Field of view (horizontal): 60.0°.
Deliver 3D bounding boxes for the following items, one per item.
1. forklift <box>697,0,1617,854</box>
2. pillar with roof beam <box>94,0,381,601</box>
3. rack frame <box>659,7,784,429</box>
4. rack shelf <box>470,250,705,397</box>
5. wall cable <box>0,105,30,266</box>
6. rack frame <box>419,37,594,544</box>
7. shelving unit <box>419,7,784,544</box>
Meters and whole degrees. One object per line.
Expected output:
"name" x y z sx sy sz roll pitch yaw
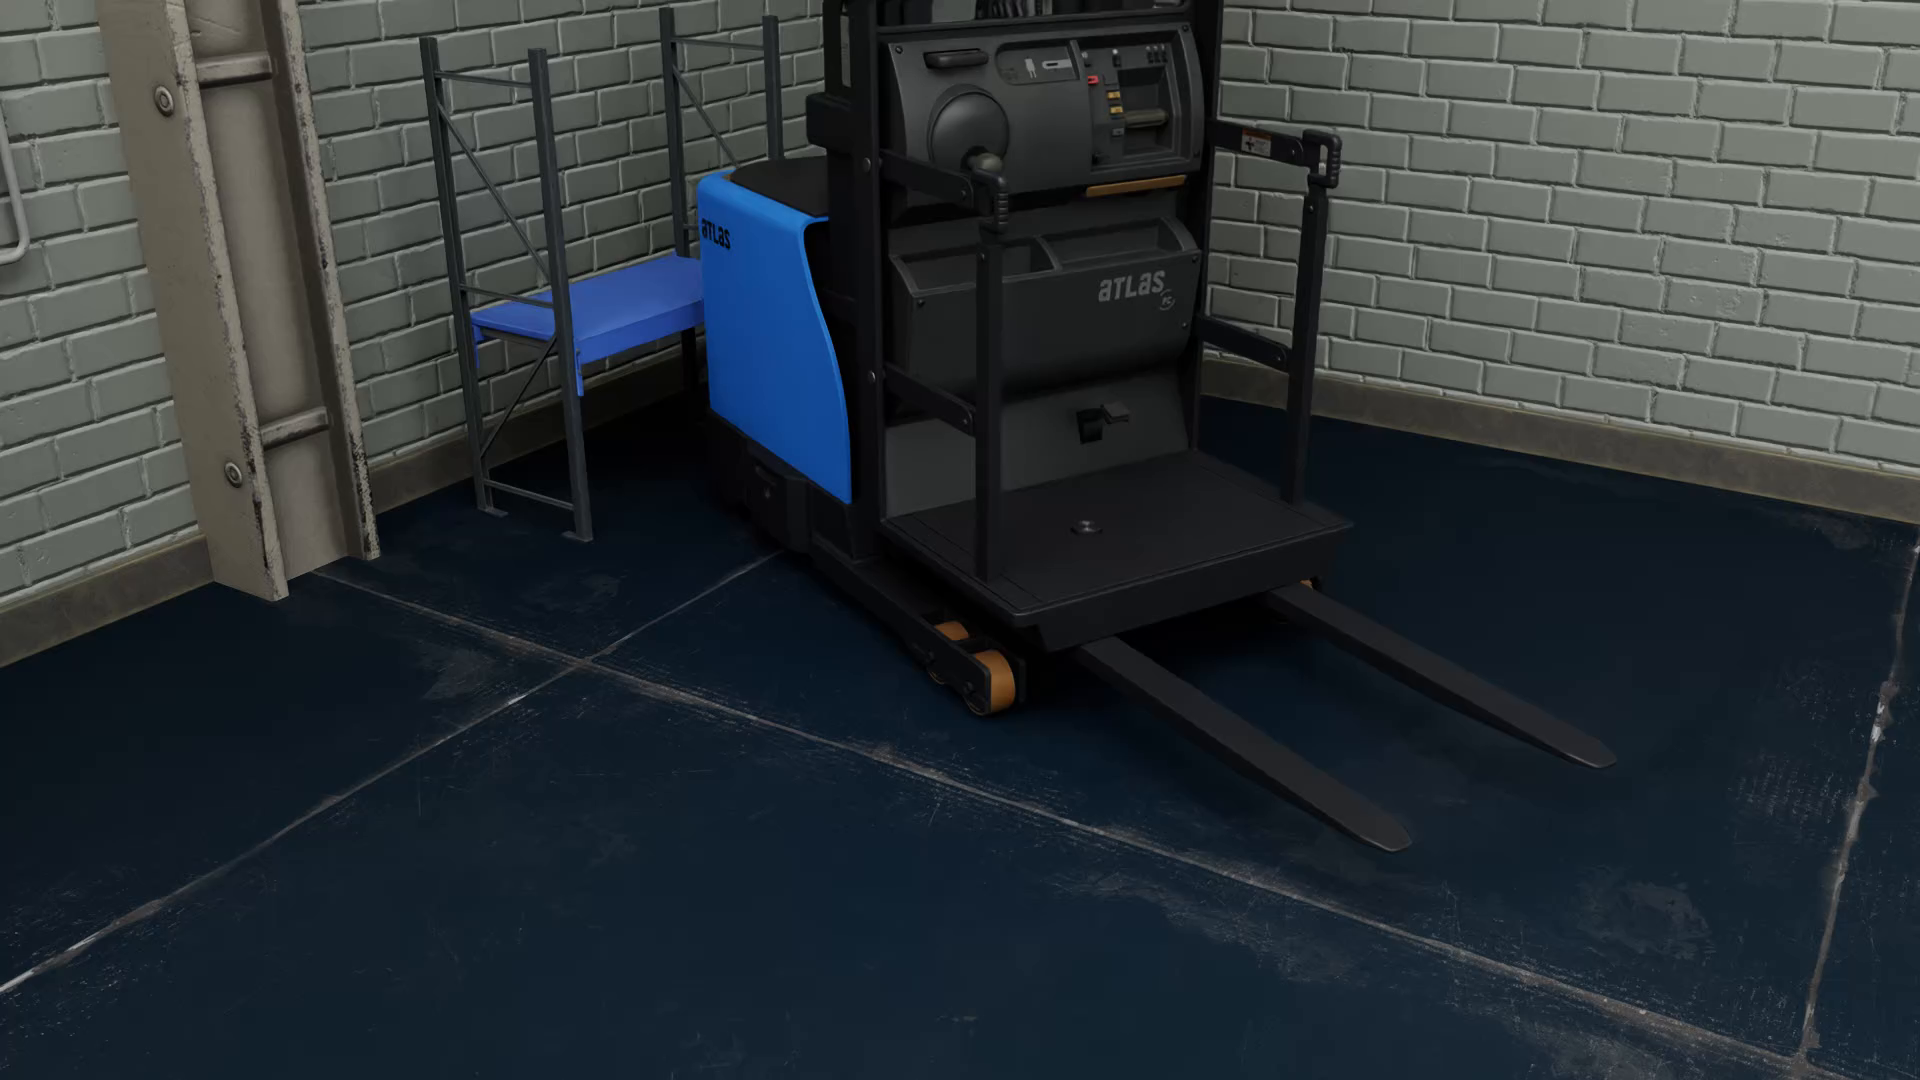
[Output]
"forklift" 0.352 -1.110 4.124 1.130 2.935 3.031 -13 27 -28
"pillar with roof beam" 1.636 -3.147 1.193 9.100 9.000 0.400 14 27 29
"rack frame" -0.810 -1.073 5.840 0.500 1.500 0.032 15 27 31
"rack shelf" -1.091 -0.740 5.523 0.538 0.185 1.000 15 27 31
"wall cable" -2.839 -1.301 3.200 0.084 1.984 1.851 14 27 29
"rack frame" -1.373 -0.737 5.064 0.500 1.500 0.032 15 27 31
"shelving unit" -1.091 -0.905 5.452 0.538 1.500 1.048 15 27 31
